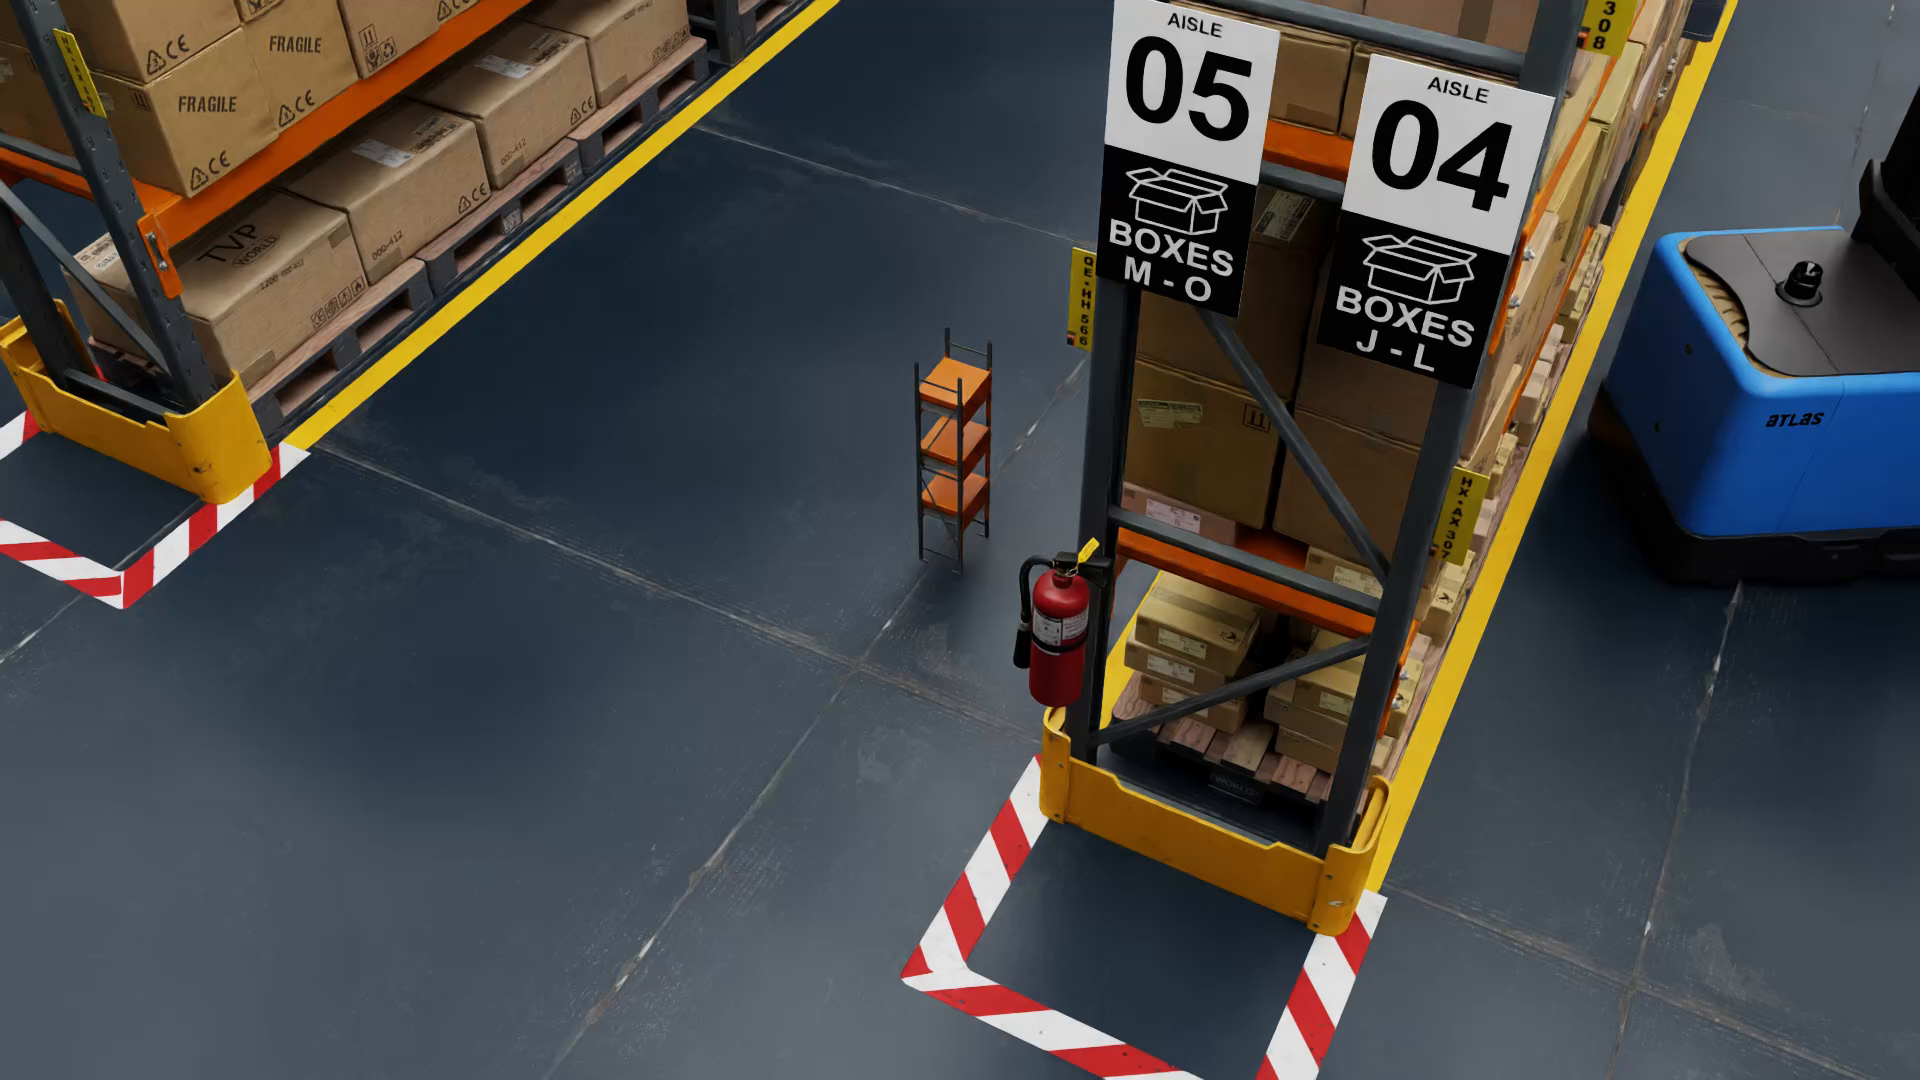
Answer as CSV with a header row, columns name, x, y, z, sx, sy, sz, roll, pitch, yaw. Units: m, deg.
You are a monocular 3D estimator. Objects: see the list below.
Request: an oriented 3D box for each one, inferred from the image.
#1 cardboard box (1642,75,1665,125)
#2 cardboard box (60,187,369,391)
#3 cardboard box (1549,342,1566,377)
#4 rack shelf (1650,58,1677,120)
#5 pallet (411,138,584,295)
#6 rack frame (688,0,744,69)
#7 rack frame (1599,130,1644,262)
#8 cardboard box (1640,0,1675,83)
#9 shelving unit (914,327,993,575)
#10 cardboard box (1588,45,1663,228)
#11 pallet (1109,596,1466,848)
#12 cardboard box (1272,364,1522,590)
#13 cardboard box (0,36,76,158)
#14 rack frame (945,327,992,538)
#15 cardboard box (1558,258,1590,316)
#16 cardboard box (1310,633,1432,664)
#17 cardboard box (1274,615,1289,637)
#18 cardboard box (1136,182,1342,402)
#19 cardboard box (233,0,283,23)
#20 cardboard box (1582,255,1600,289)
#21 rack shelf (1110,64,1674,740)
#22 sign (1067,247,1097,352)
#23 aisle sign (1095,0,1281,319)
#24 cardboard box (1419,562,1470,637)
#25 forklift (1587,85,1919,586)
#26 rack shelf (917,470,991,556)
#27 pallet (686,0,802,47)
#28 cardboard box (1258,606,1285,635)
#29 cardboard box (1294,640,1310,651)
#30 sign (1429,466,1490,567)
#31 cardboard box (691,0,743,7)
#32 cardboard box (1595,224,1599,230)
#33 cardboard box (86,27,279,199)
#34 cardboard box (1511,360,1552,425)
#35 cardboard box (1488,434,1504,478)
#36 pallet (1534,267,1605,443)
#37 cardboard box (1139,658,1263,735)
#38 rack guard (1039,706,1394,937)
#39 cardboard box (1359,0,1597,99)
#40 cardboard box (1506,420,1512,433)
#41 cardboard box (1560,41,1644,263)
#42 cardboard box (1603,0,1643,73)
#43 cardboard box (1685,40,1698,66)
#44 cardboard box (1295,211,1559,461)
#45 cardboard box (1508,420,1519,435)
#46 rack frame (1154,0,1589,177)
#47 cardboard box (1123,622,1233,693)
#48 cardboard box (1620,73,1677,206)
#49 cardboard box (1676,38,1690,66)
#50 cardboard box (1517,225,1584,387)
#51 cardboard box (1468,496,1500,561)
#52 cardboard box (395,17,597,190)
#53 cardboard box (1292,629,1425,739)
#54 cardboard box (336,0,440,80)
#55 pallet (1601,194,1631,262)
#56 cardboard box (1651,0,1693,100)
name,x,y,z,sx,sy,sz,roll,pitch,yaw
cardboard box,2.735,-1.910,6.986,0.380,0.149,0.250,19,48,18
cardboard box,-3.387,-1.201,7.614,0.875,0.438,0.875,19,48,18
cardboard box,2.543,-0.916,7.536,0.380,0.149,0.250,19,48,18
rack shelf,3.612,-3.461,8.848,1.077,0.370,4.000,20,49,19
pallet,-2.735,-1.820,8.680,1.003,0.211,1.213,20,49,19
rack frame,-1.748,-4.025,8.899,1.000,3.000,0.127,20,49,19
rack frame,2.683,-2.454,7.346,1.000,3.000,0.127,20,49,19
cardboard box,2.219,-1.915,5.831,0.500,0.500,0.500,22,49,20
shelving unit,-0.025,-0.335,6.623,0.215,1.050,0.252,20,49,19
cardboard box,2.235,-1.556,6.180,0.500,0.500,0.500,20,49,19
pallet,1.270,0.498,6.389,1.003,0.211,1.213,20,49,19
cardboard box,1.280,-0.266,4.904,0.500,0.500,0.500,23,50,21
cardboard box,-3.615,-1.931,6.759,0.500,0.500,0.500,21,49,19
rack frame,0.032,-0.412,6.699,0.200,1.050,0.008,20,49,19
cardboard box,2.556,-1.166,7.364,0.380,0.149,0.250,20,49,19
cardboard box,1.474,0.416,6.009,0.380,0.149,0.250,20,49,19
cardboard box,1.115,0.186,6.446,0.380,0.149,0.250,20,49,19
cardboard box,0.819,-0.796,4.725,0.500,0.500,0.500,20,49,18
cardboard box,-2.896,-2.428,6.547,0.500,0.500,0.500,19,48,18
cardboard box,2.704,-1.226,7.633,0.380,0.149,0.250,18,48,17
rack shelf,1.755,-0.941,6.357,1.077,0.370,4.000,20,49,19
sign,0.344,-0.648,4.525,0.100,0.325,0.005,20,49,19
aisle sign,0.527,-0.901,3.984,0.394,0.787,0.004,20,49,19
cardboard box,1.623,0.163,6.050,0.380,0.149,0.250,20,49,19
forklift,4.346,-1.262,6.216,3.031,2.935,1.130,-3,45,-3
rack shelf,-0.025,-0.133,6.828,0.215,0.259,0.240,20,49,19
pallet,-1.456,-3.556,10.396,1.003,0.211,1.213,20,49,19
cardboard box,1.015,0.155,6.059,0.380,0.149,0.250,21,49,20
cardboard box,1.402,0.504,6.132,0.380,0.149,0.250,20,49,19
sign,1.307,-0.060,4.371,0.100,0.325,0.005,20,49,19
cardboard box,-1.531,-3.843,9.917,0.875,0.875,0.875,22,49,20
cardboard box,2.749,-1.499,7.693,0.380,0.149,0.250,22,49,20
cardboard box,-3.128,-1.748,6.578,0.500,0.500,0.500,20,49,19
cardboard box,2.208,-0.653,6.857,0.380,0.149,0.250,19,48,18
cardboard box,1.521,-0.268,5.362,0.380,0.149,0.250,19,48,18
pallet,2.403,-1.039,7.909,1.003,0.211,1.213,20,49,19
cardboard box,0.886,0.520,6.116,0.380,0.149,0.250,21,49,20
rack guard,0.862,0.897,5.792,1.175,0.500,0.348,20,49,19
cardboard box,1.265,-1.309,3.859,0.500,0.250,0.500,21,49,20
cardboard box,2.149,-0.597,7.011,0.380,0.149,0.250,18,48,17
cardboard box,1.760,-1.261,5.185,0.500,0.500,0.500,19,48,18
cardboard box,1.510,-1.465,4.365,0.500,0.250,0.500,22,49,20
cardboard box,3.991,-3.078,9.425,0.500,0.500,0.500,18,48,17
cardboard box,1.270,-0.621,4.552,0.500,0.500,0.500,20,49,19
cardboard box,2.142,-0.446,7.071,0.380,0.149,0.250,21,49,20
rack frame,0.827,-2.043,2.722,1.000,3.000,0.127,20,49,19
cardboard box,0.819,0.389,6.037,0.380,0.149,0.250,19,48,18
cardboard box,3.261,-2.101,8.460,0.500,0.500,0.500,22,49,21
cardboard box,3.505,-2.701,8.526,0.500,0.250,0.500,22,49,20
cardboard box,1.744,-0.916,5.546,0.500,0.500,0.500,21,49,20
cardboard box,1.954,-0.100,6.729,0.380,0.149,0.250,18,48,17
cardboard box,-2.549,-2.348,8.747,0.875,0.438,0.875,19,48,18
cardboard box,1.371,0.493,5.724,0.380,0.149,0.250,18,48,17
cardboard box,-2.665,-2.390,7.213,0.500,0.500,0.500,20,49,19
pallet,3.044,-1.965,8.823,1.003,0.211,1.213,20,49,19
cardboard box,2.709,-2.196,6.812,0.500,0.500,0.500,21,49,19
